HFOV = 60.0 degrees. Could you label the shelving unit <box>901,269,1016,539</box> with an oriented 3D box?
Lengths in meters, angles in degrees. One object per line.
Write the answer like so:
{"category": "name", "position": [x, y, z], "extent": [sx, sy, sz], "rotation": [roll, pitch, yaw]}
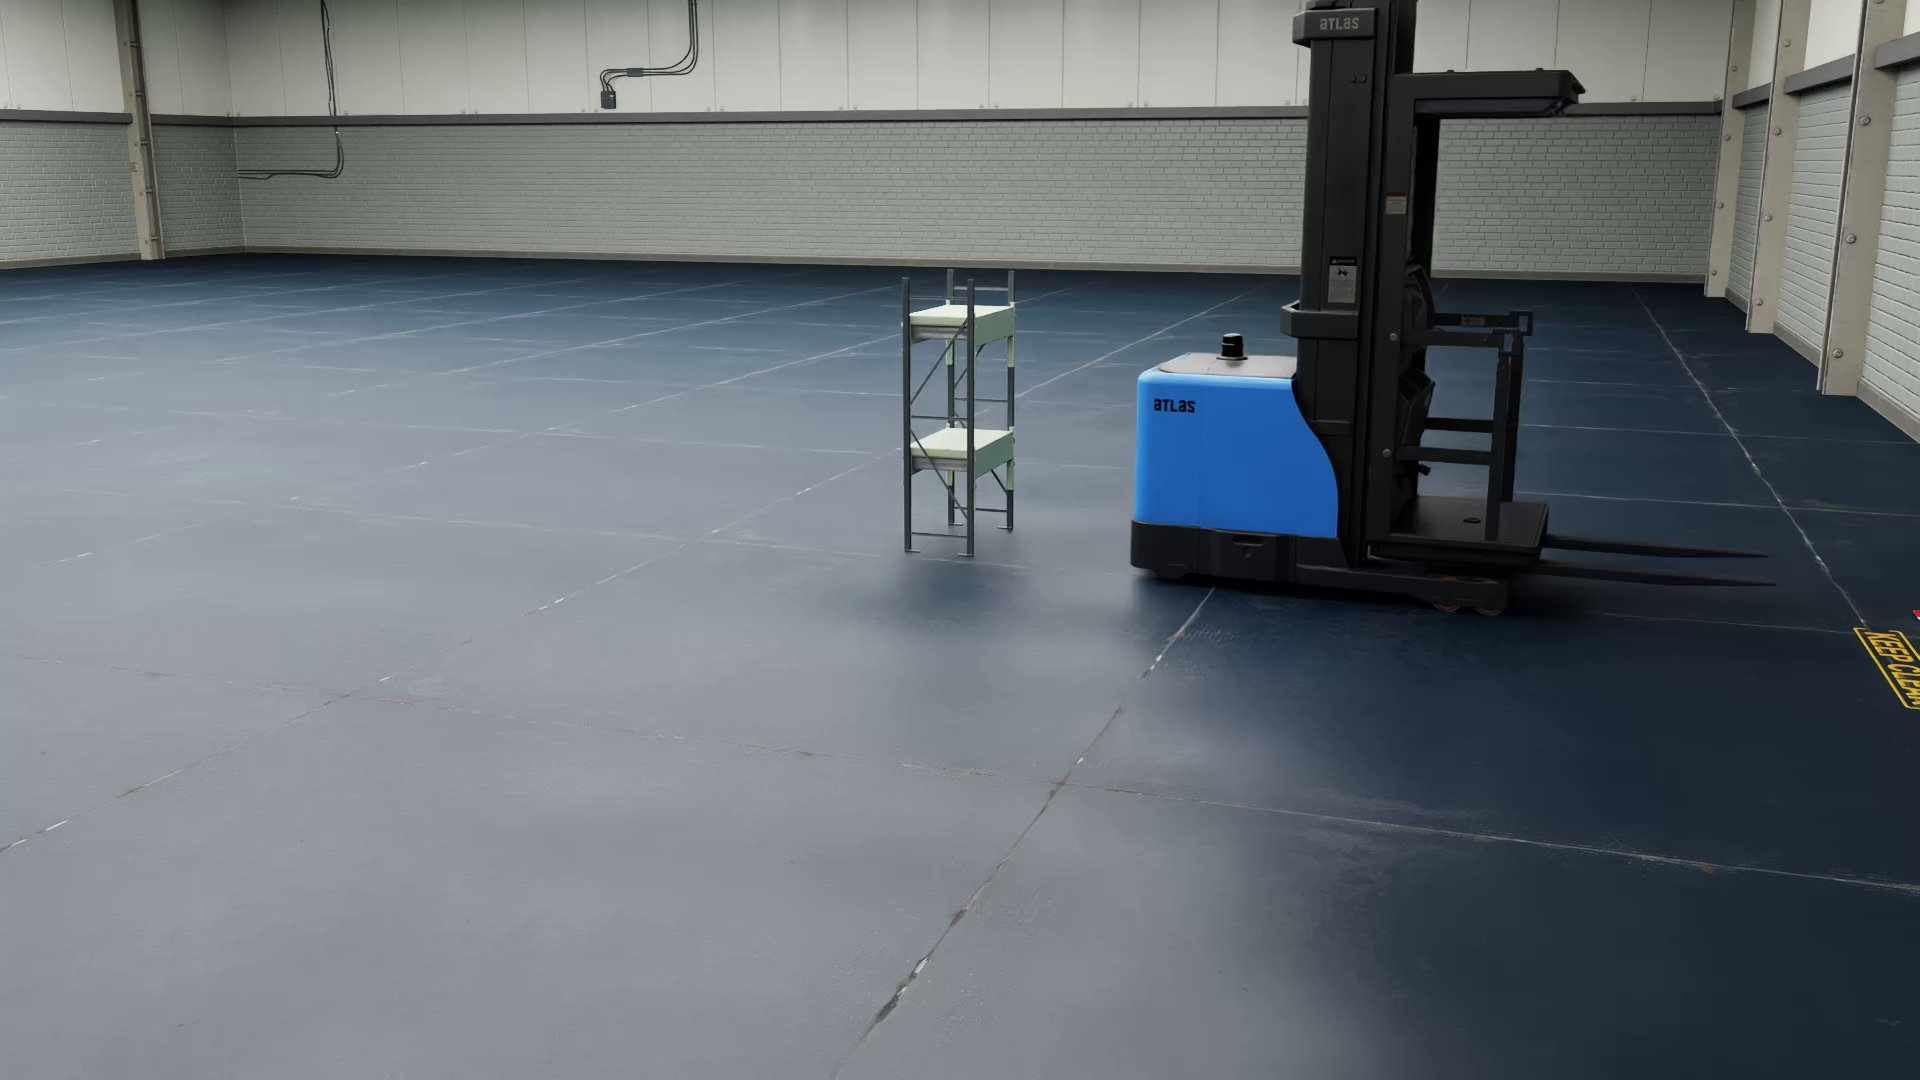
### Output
{"category": "shelving unit", "position": [0.003, -0.733, 9.330], "extent": [0.431, 1.500, 0.748], "rotation": [4, 14, 18]}

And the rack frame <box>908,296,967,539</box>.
{"category": "rack frame", "position": [-0.118, -0.656, 8.990], "extent": [0.380, 1.308, 0.010], "rotation": [4, 14, 18]}

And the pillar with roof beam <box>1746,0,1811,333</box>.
{"category": "pillar with roof beam", "position": [6.064, -7.337, 21.412], "extent": [9.100, 9.000, 0.400], "rotation": [4, 14, 18]}

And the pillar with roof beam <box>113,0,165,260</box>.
{"category": "pillar with roof beam", "position": [-13.653, -10.249, 34.167], "extent": [9.100, 9.000, 0.400], "rotation": [4, 14, 18]}

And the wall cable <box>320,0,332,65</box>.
{"category": "wall cable", "position": [-12.963, -11.837, 36.756], "extent": [3.097, 2.526, 0.112], "rotation": [4, 14, 18]}

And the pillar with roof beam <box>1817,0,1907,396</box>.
{"category": "pillar with roof beam", "position": [4.123, -6.074, 15.877], "extent": [9.100, 9.000, 0.400], "rotation": [4, 14, 18]}

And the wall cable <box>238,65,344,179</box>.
{"category": "wall cable", "position": [-15.522, -9.570, 38.171], "extent": [3.097, 2.526, 0.112], "rotation": [4, 14, 18]}

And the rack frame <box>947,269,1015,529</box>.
{"category": "rack frame", "position": [0.121, -0.810, 9.665], "extent": [0.400, 1.500, 0.023], "rotation": [4, 14, 18]}

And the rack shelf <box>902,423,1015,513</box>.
{"category": "rack shelf", "position": [0.002, -0.415, 9.400], "extent": [0.431, 0.370, 0.720], "rotation": [4, 14, 18]}

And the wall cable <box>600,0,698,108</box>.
{"category": "wall cable", "position": [-6.545, -12.055, 34.438], "extent": [2.305, 6.003, 0.169], "rotation": [4, 14, 18]}

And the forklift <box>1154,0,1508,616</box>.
{"category": "forklift", "position": [-9.787, -0.945, 7.186], "extent": [22.805, 2.867, 12.119], "rotation": [5, 14, 21]}

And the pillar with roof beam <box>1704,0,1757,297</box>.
{"category": "pillar with roof beam", "position": [8.005, -8.601, 26.946], "extent": [9.100, 9.000, 0.400], "rotation": [4, 14, 18]}

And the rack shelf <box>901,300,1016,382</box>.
{"category": "rack shelf", "position": [0.002, -1.113, 9.240], "extent": [0.431, 0.370, 0.720], "rotation": [4, 14, 18]}
